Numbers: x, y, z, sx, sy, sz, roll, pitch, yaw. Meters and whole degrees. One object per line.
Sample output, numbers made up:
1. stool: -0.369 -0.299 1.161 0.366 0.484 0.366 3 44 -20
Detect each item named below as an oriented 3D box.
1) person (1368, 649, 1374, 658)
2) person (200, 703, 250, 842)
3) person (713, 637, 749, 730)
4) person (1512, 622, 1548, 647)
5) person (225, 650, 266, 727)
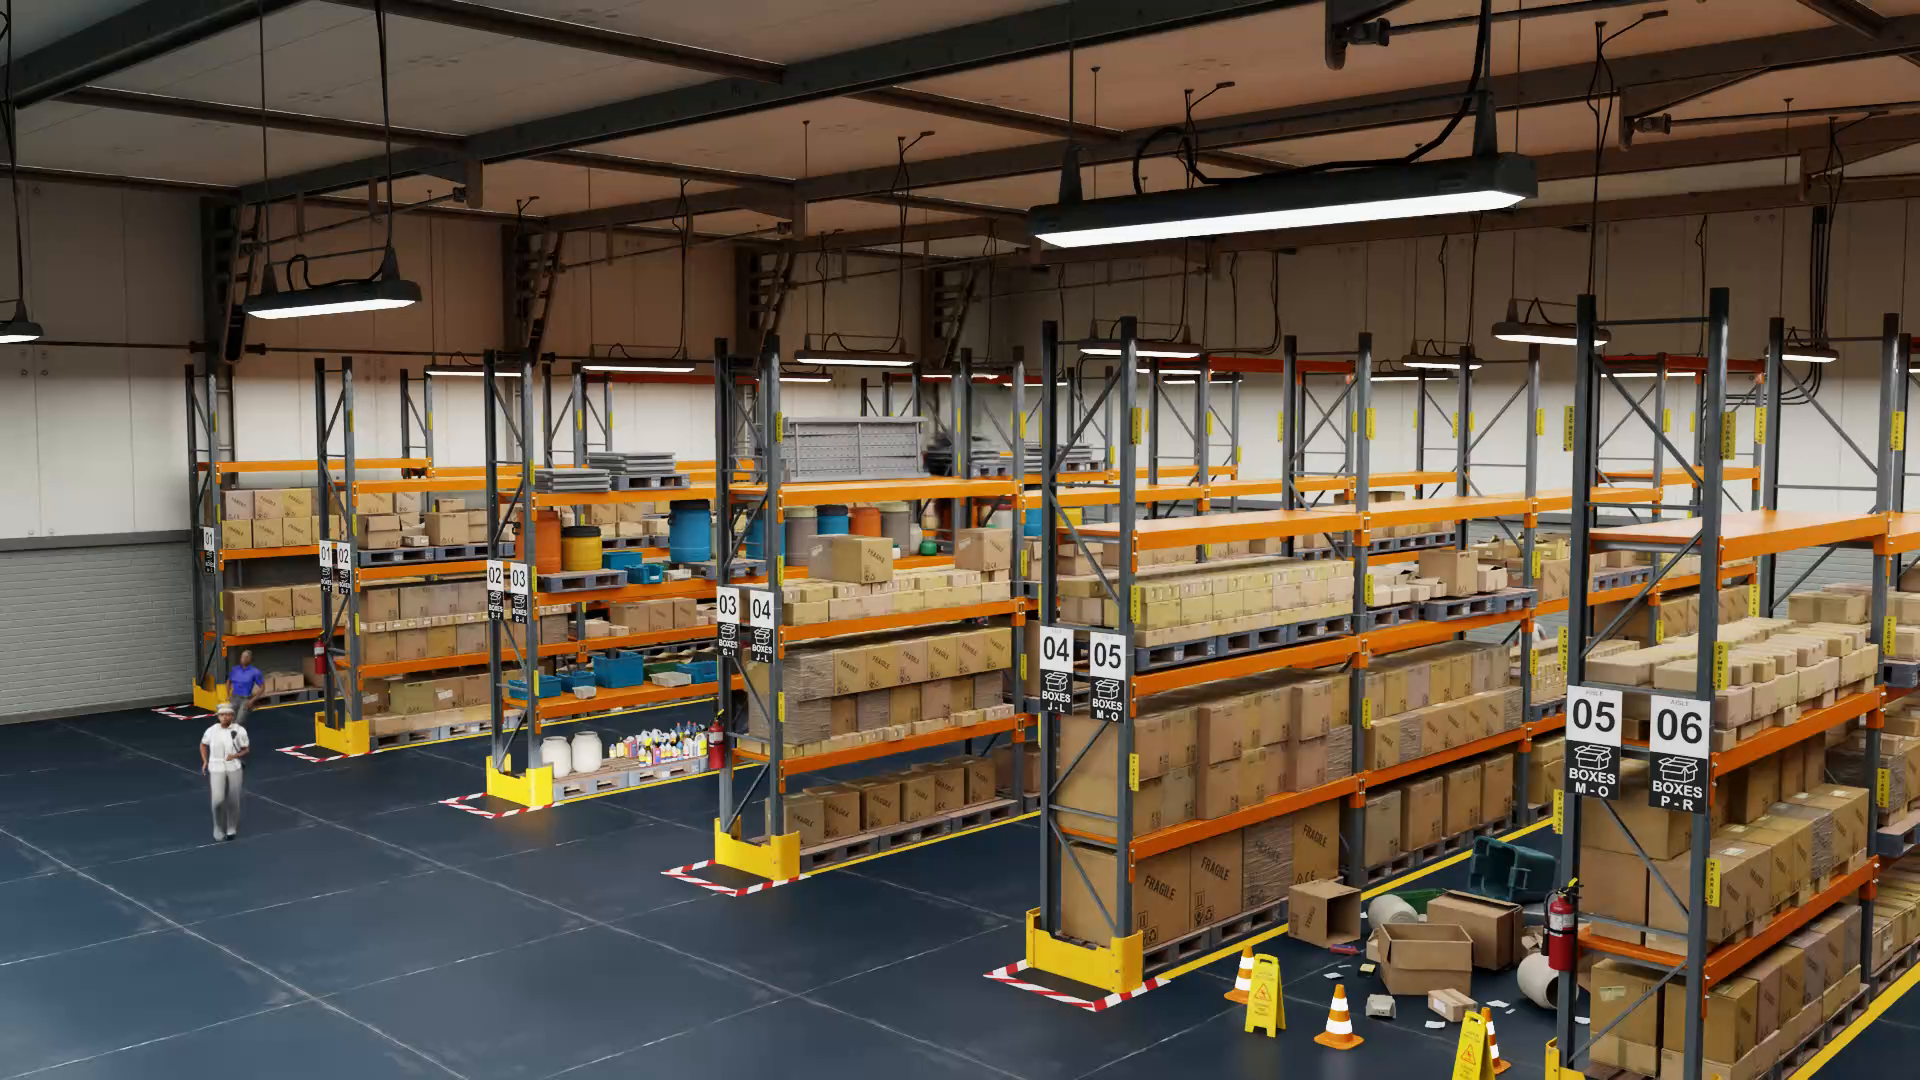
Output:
1. person: 6.104 2.397 25.002 0.581 1.674 0.966 3 5 37
2. person: -8.836 2.790 20.003 0.553 1.684 0.658 -2 5 -23
3. person: -3.624 2.219 26.616 0.677 1.834 0.900 4 6 40
4. person: 10.077 2.063 29.219 0.734 1.745 0.541 1 4 9
5. person: -10.814 2.449 25.118 0.658 1.595 0.536 0 4 -3
